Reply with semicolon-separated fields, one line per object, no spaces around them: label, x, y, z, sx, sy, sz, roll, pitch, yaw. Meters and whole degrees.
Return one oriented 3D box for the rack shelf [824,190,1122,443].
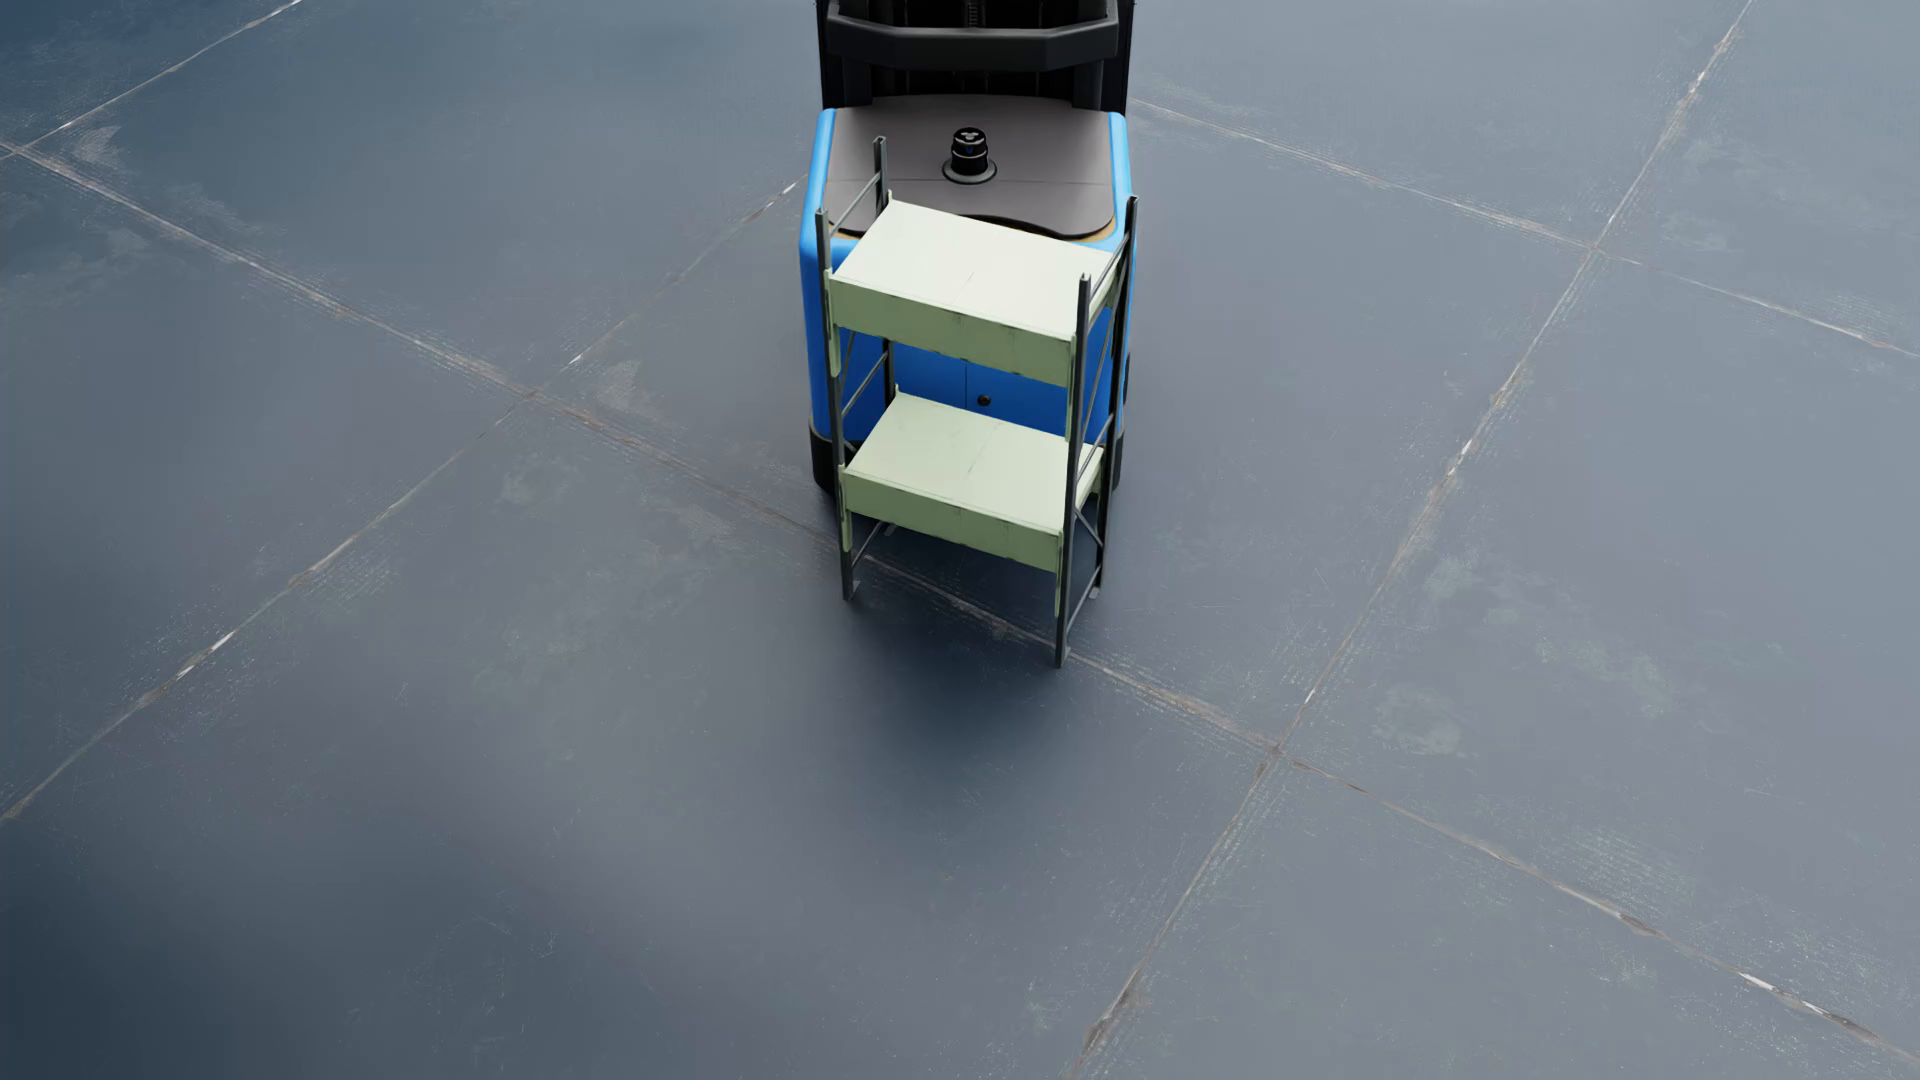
rack shelf;0.046;-0.628;4.613;0.720;0.370;0.431;17;48;16

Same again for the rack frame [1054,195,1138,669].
rack frame;0.383;-0.254;4.794;0.023;1.500;0.400;17;48;16

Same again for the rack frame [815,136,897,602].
rack frame;-0.292;-0.458;4.992;0.023;1.500;0.400;17;48;16

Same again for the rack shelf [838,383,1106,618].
rack shelf;0.046;-0.129;5.127;0.720;0.370;0.431;17;48;16

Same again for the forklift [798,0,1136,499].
forklift;0.057;-2.202;5.689;1.130;2.935;3.031;1;46;1

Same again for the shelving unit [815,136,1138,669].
shelving unit;0.046;-0.356;4.893;0.755;1.500;0.431;17;48;16
